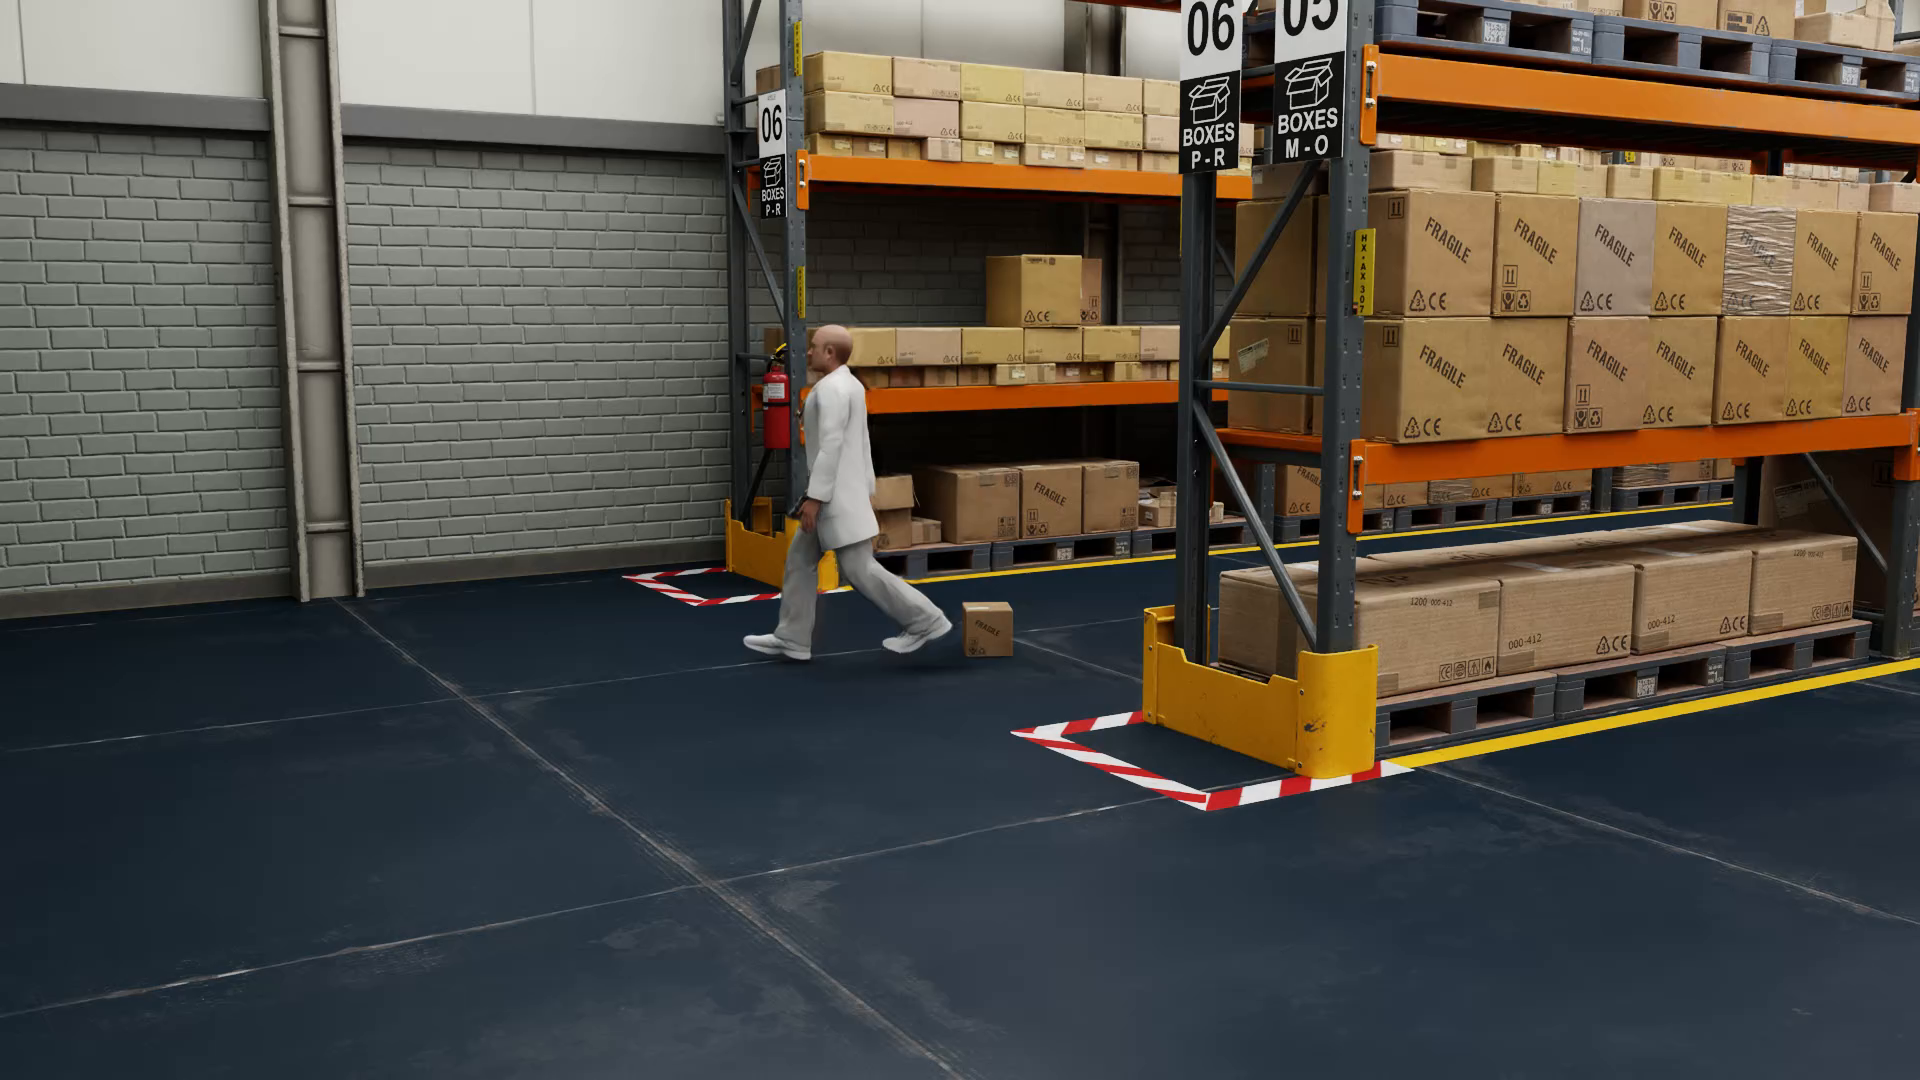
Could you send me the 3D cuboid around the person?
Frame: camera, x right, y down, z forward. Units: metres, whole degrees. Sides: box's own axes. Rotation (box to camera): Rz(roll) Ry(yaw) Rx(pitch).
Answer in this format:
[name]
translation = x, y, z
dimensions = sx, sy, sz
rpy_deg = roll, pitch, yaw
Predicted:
[person]
translation = -0.591, -0.228, 8.528
dimensions = 1.107, 1.738, 0.583
rpy_deg = 0, 8, 1
